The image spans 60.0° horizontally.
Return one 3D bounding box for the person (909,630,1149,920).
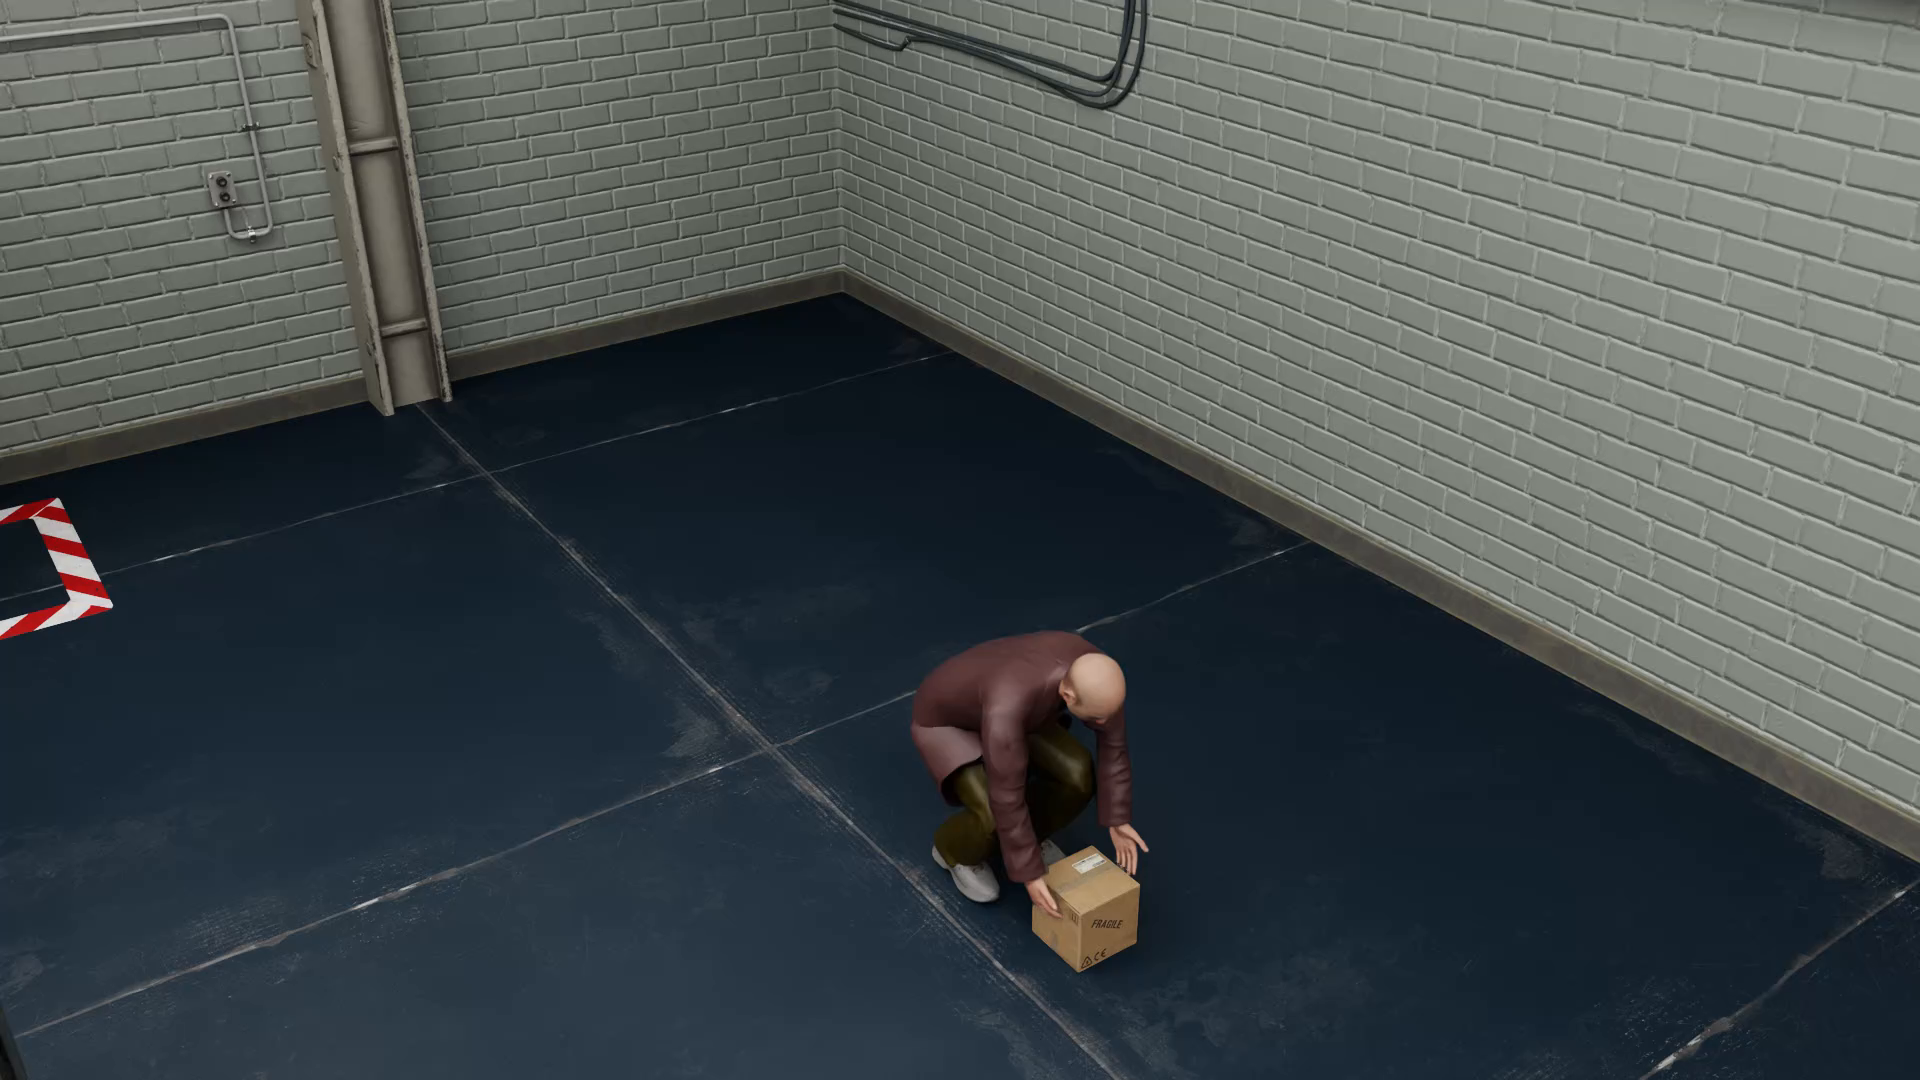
[{"bbox_3d":[0.208,0.716,5.577,0.612,1.048,0.878,-19,33,-31],"label":"person"}]
